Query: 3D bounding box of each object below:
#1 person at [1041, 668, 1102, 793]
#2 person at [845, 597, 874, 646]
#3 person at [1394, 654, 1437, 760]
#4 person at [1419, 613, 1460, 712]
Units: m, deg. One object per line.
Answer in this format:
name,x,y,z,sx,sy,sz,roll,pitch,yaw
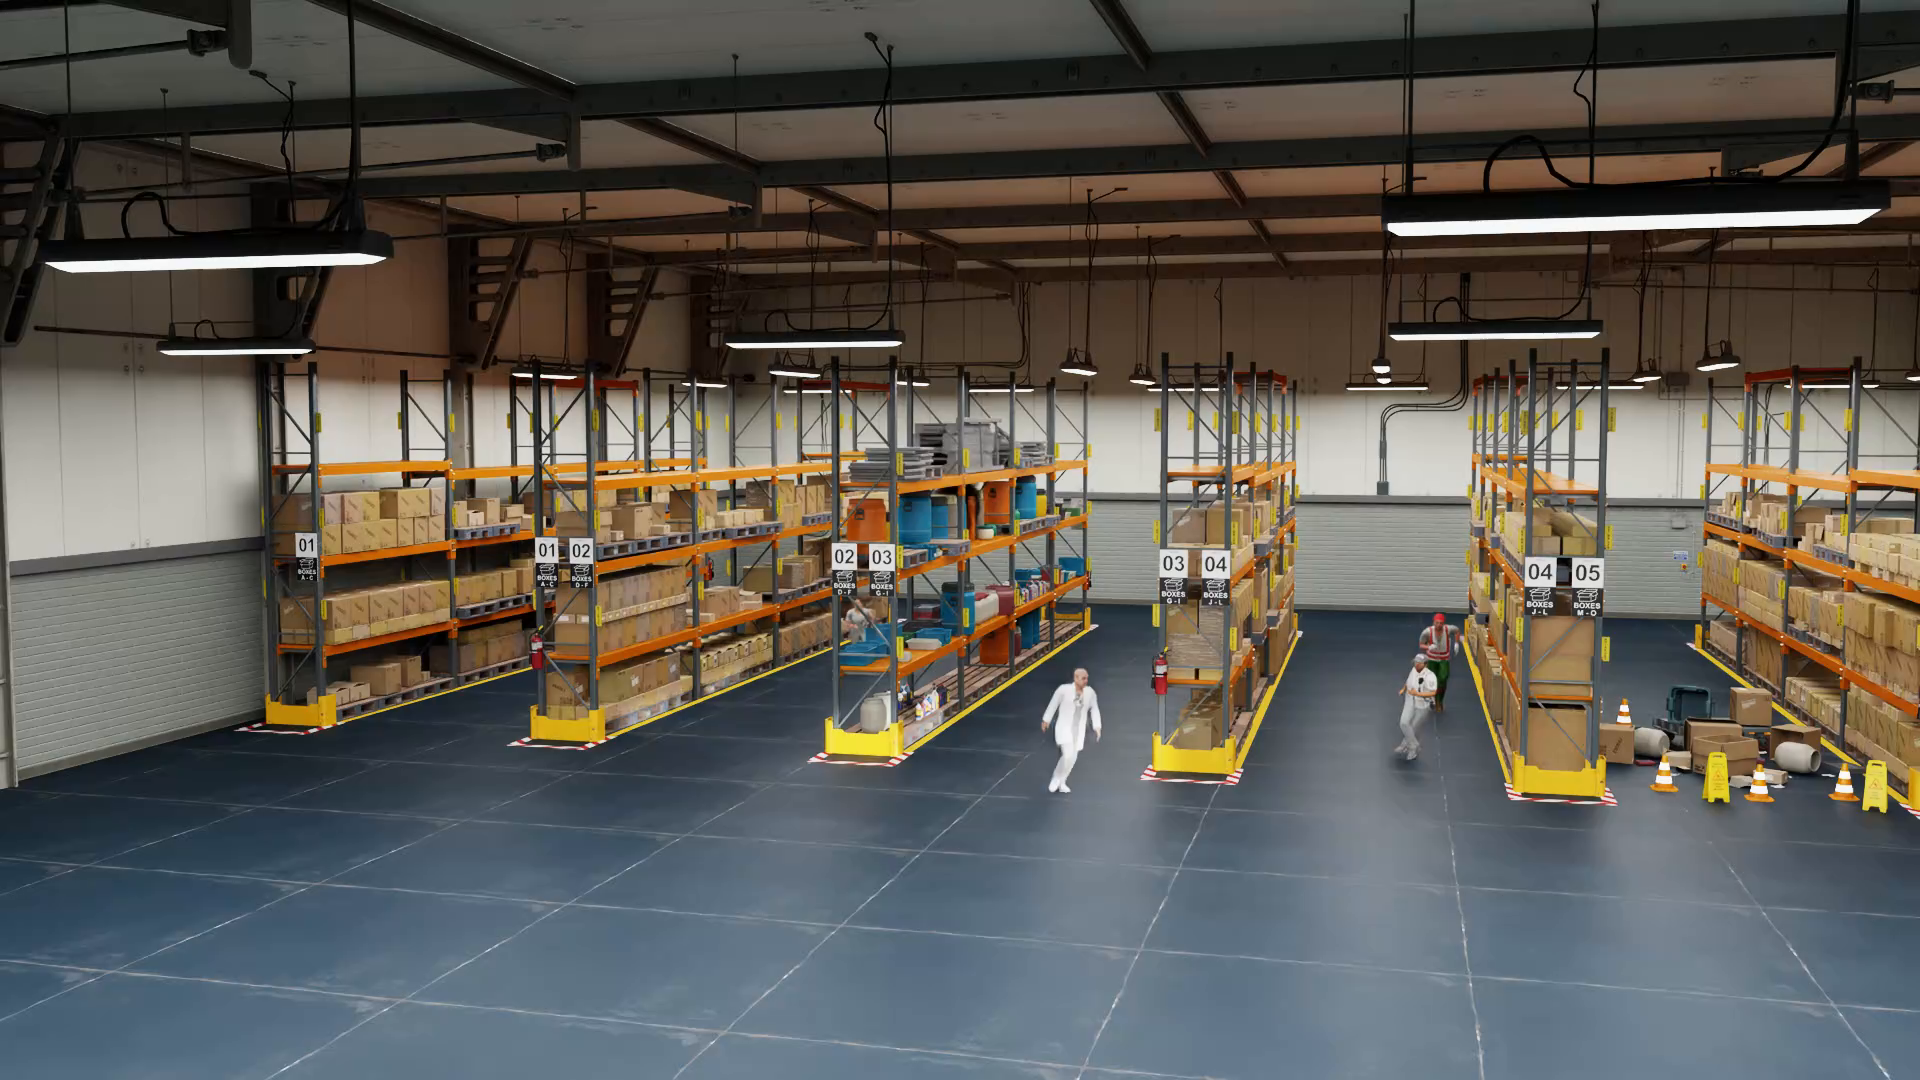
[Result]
person,1.523,2.562,22.357,0.673,1.726,0.760,-2,4,-23
person,-1.988,1.891,33.045,0.572,1.563,0.848,0,4,-3
person,6.800,2.454,24.787,0.730,1.584,0.680,3,5,36
person,8.345,2.133,28.965,0.702,1.768,0.934,1,4,11
